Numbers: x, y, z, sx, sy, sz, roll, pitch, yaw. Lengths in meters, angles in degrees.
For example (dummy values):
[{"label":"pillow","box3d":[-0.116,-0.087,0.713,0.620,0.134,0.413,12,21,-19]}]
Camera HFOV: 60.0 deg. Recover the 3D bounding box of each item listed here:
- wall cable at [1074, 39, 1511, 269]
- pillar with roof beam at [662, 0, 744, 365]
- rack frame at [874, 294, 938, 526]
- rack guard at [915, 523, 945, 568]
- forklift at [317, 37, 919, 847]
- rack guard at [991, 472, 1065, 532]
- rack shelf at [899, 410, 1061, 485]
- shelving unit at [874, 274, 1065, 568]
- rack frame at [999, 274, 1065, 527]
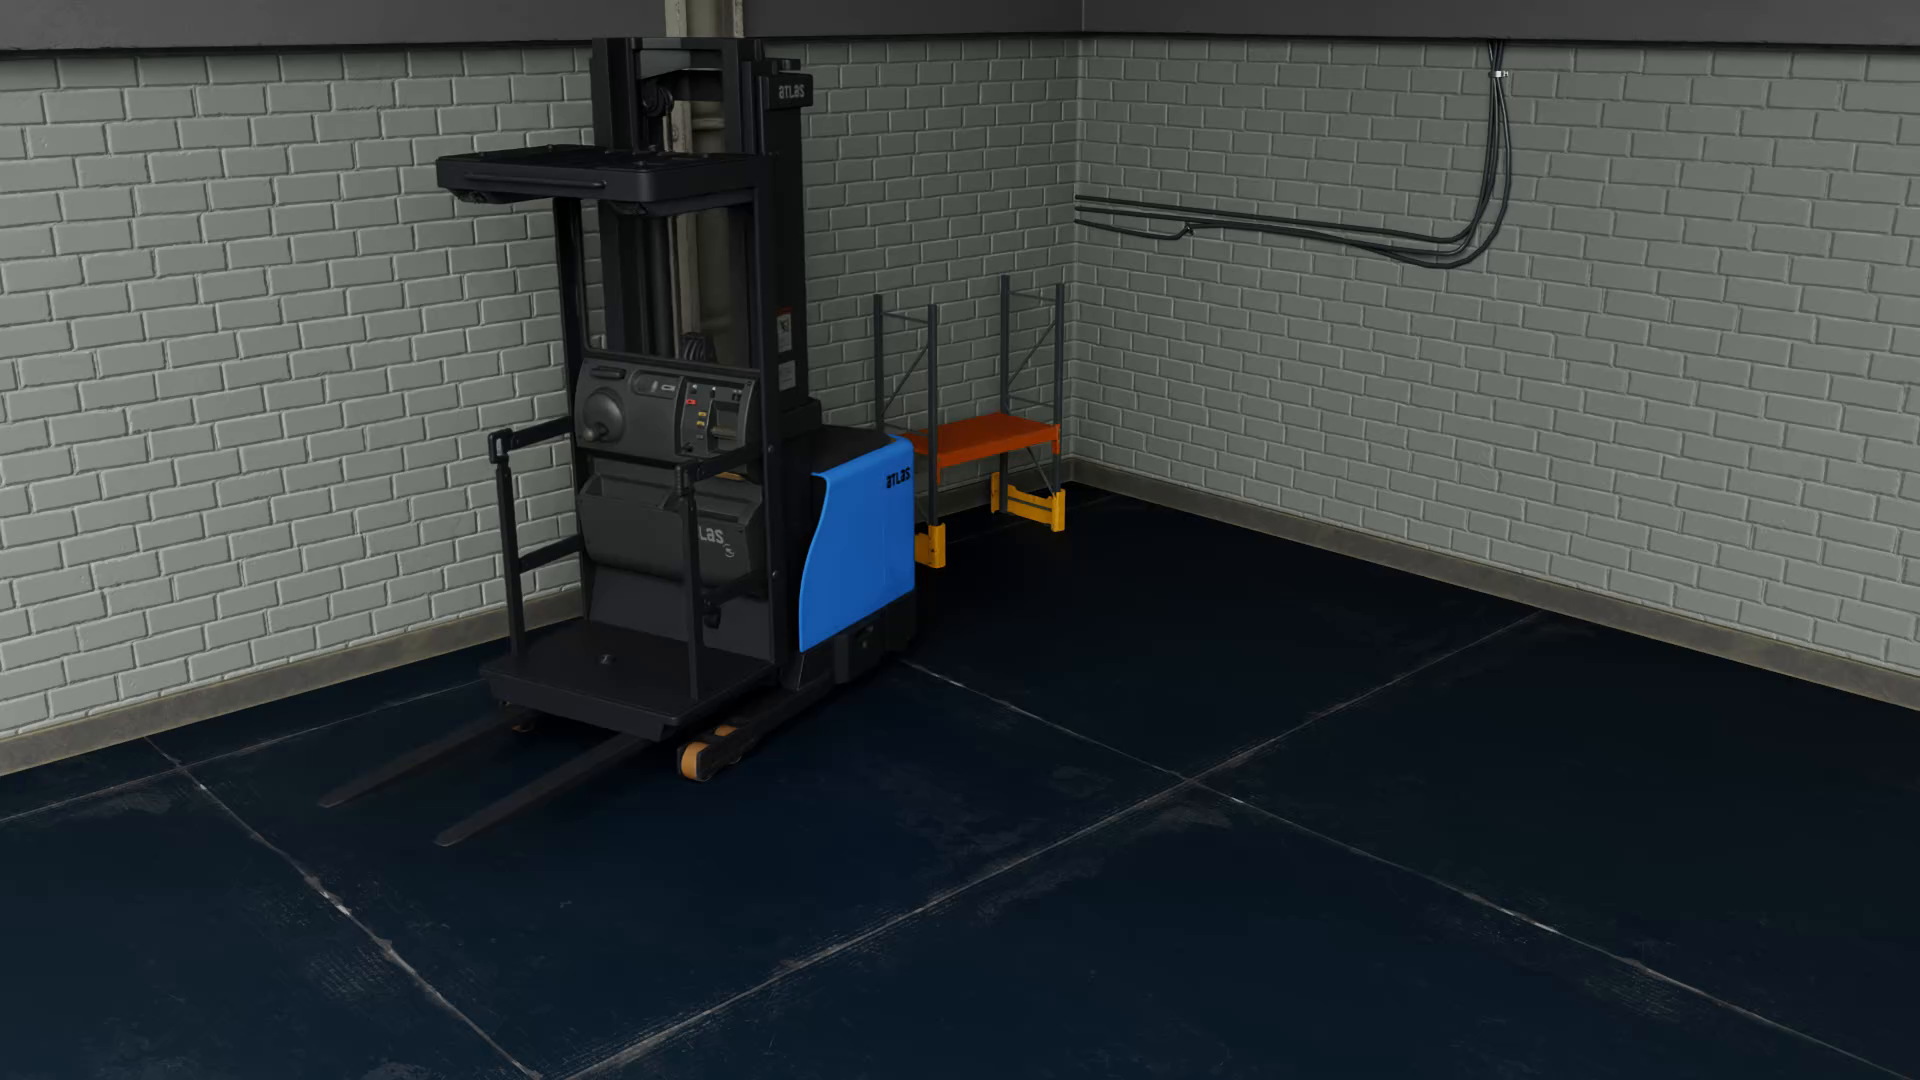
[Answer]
[{"label":"wall cable","box3d":[1.722,-2.876,9.299,0.112,2.526,3.097,-16,24,-41]},{"label":"pillar with roof beam","box3d":[1.631,-3.060,4.834,0.400,9.000,9.100,-16,24,-41]},{"label":"rack frame","box3d":[-0.307,-0.624,9.477,0.032,1.500,0.500,-16,24,-41]},{"label":"rack guard","box3d":[-0.306,-0.030,9.670,0.087,0.250,0.587,-16,24,-41]},{"label":"forklift","box3d":[-1.372,-0.551,6.933,1.130,2.935,3.031,10,20,28]},{"label":"rack guard","box3d":[0.417,-0.241,10.321,0.087,0.250,0.587,-16,24,-41]},{"label":"rack shelf","box3d":[0.062,-0.560,9.865,1.000,0.185,0.538,-16,24,-41]},{"label":"shelving unit","box3d":[0.055,-0.730,9.803,1.083,1.500,0.587,-16,24,-41]},{"label":"rack frame","box3d":[0.431,-0.839,10.141,0.032,1.500,0.500,-16,24,-41]}]
